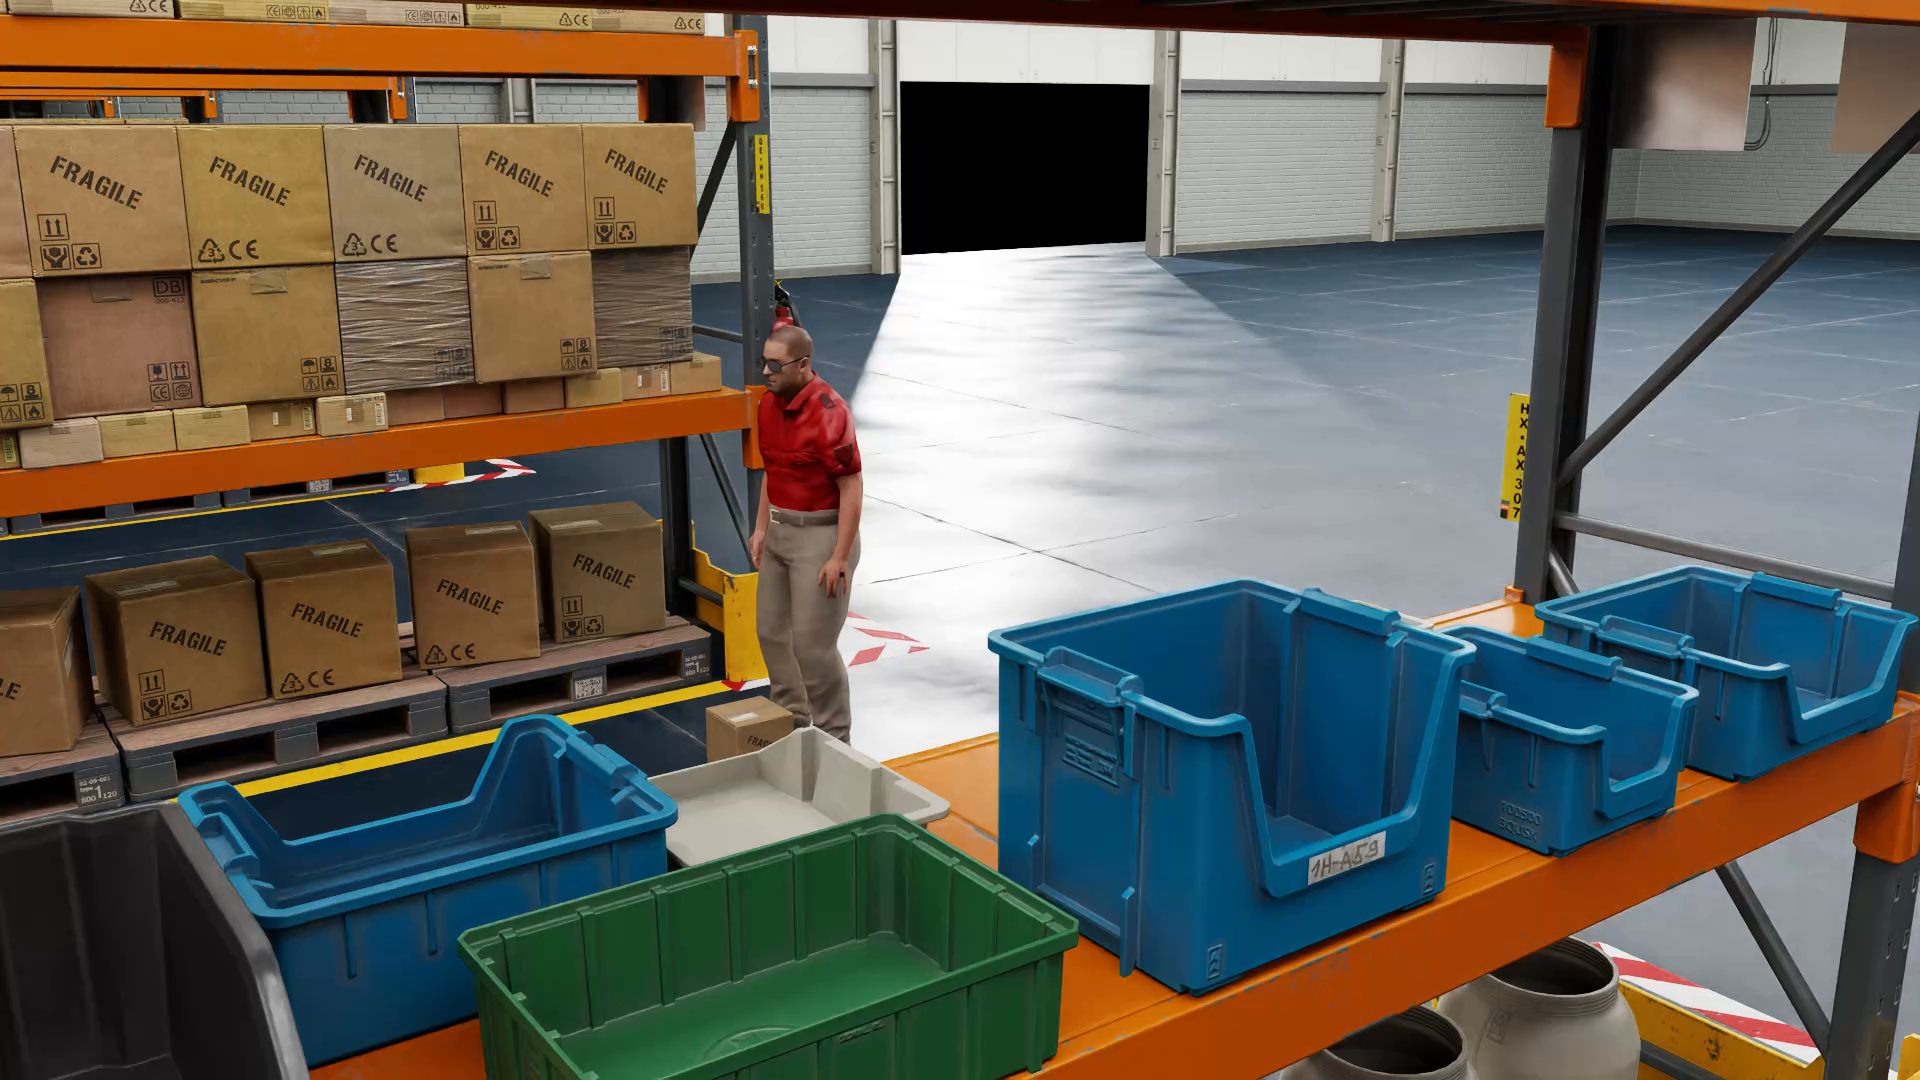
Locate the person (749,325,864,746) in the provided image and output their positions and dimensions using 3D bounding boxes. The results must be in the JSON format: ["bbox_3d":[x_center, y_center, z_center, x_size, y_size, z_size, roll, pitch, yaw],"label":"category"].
[{"bbox_3d":[-0.610,0.027,6.430,0.393,1.726,0.602,-12,18,-38],"label":"person"}]
